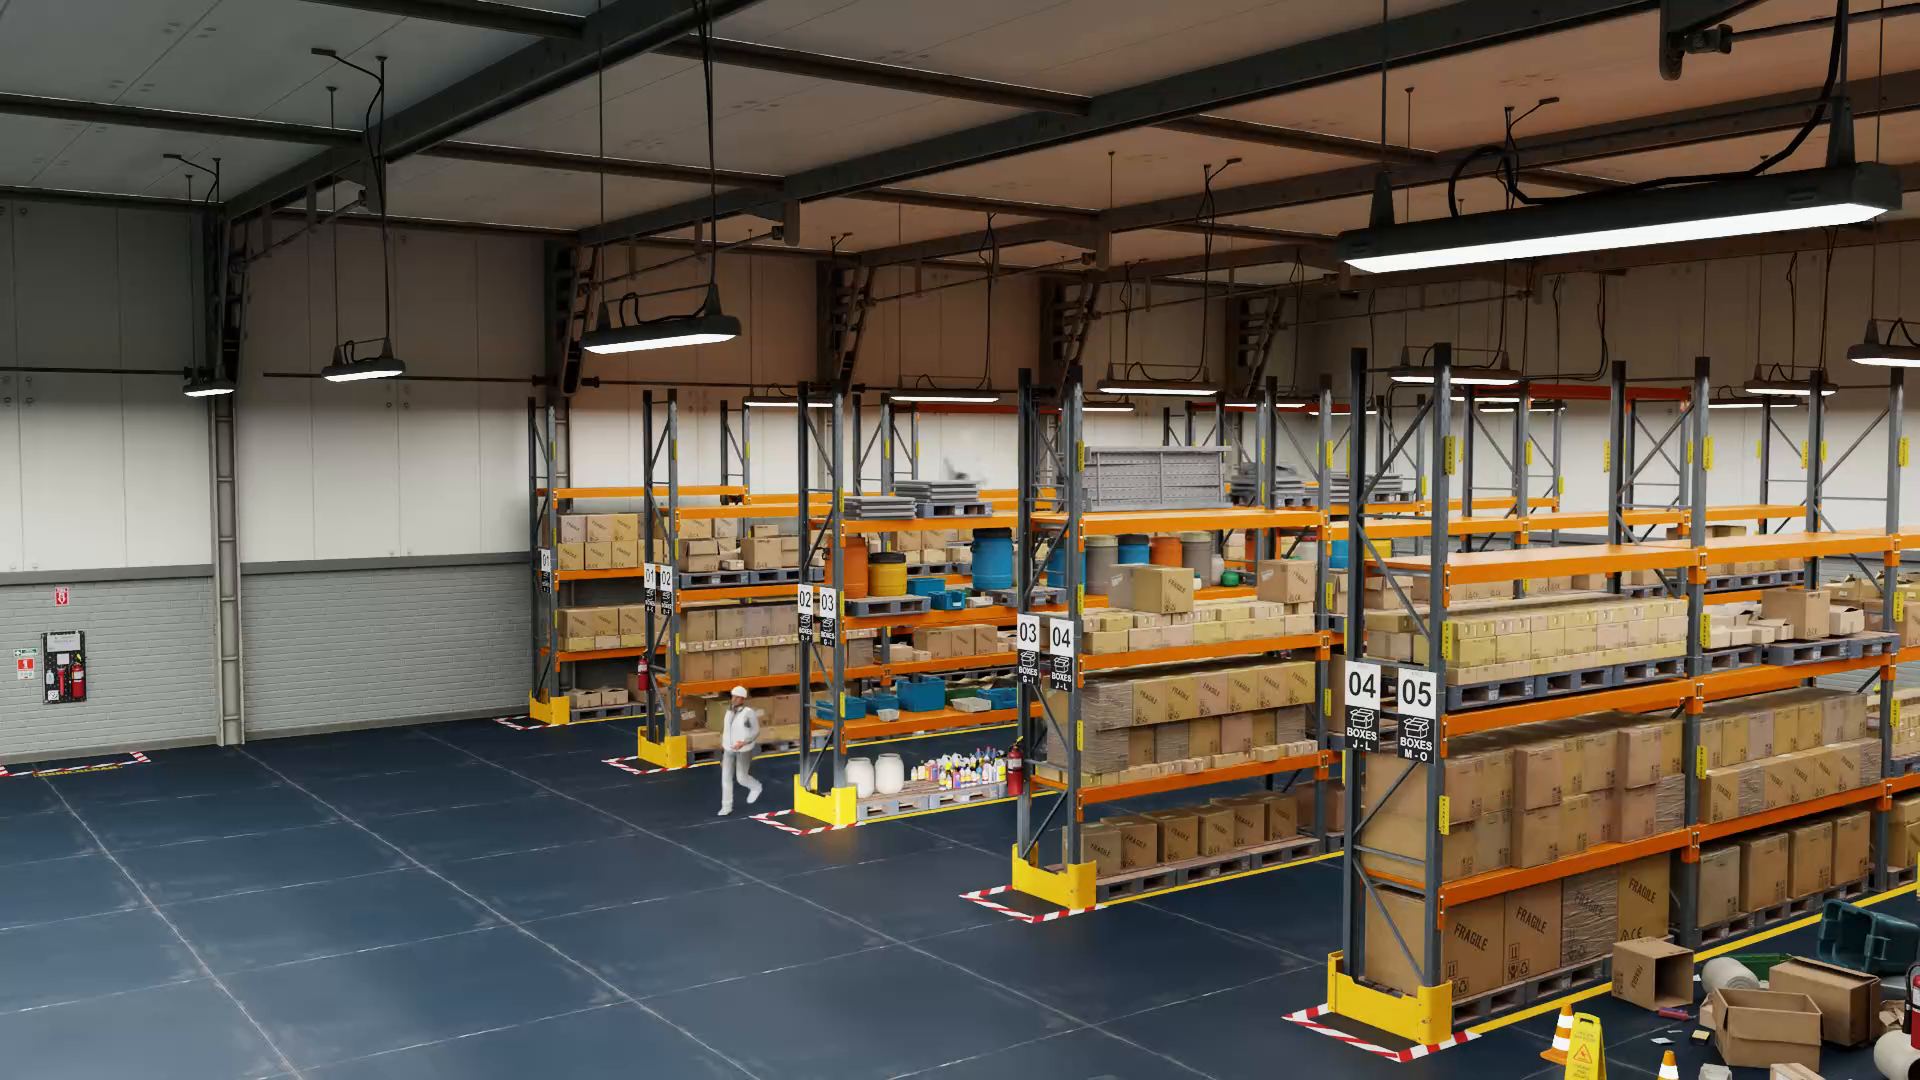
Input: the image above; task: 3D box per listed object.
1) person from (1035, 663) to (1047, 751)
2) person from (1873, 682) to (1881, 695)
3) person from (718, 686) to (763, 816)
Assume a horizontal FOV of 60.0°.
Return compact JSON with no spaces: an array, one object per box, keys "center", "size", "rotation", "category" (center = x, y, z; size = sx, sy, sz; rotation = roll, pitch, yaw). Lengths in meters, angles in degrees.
[{"center":[1.201,2.743,27.327],"size":[0.510,1.643,0.737],"rotation":[3,5,42],"category":"person"},{"center":[13.015,2.879,23.463],"size":[0.952,1.777,0.651],"rotation":[-2,4,-35],"category":"person"},{"center":[-3.068,2.915,23.224],"size":[0.665,1.769,0.896],"rotation":[2,4,26],"category":"person"}]
